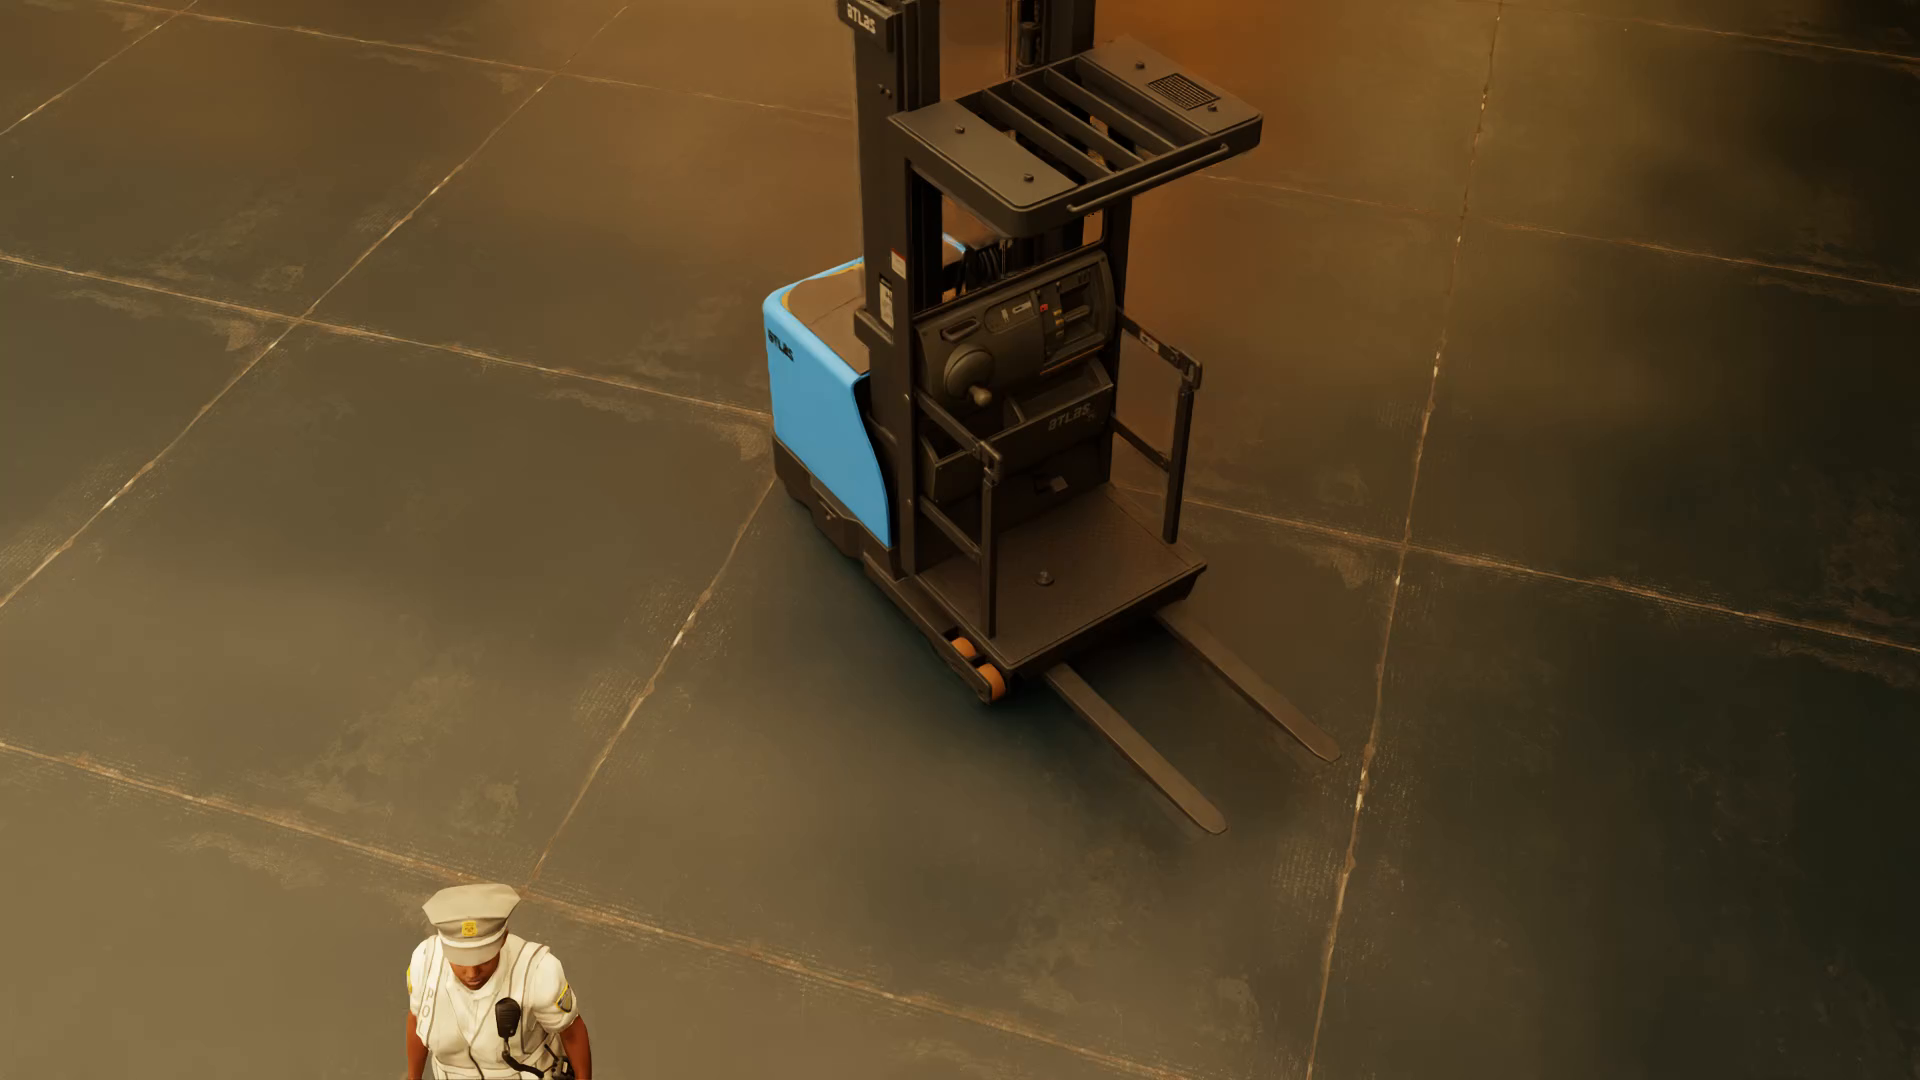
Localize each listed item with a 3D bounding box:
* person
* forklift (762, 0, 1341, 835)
[{"bbox_3d":[-1.354,1.631,4.833,0.568,1.696,0.529,2,43,2],"label":"person"},{"bbox_3d":[0.363,-0.760,6.506,1.130,2.935,3.031,-26,49,-25],"label":"forklift"}]
